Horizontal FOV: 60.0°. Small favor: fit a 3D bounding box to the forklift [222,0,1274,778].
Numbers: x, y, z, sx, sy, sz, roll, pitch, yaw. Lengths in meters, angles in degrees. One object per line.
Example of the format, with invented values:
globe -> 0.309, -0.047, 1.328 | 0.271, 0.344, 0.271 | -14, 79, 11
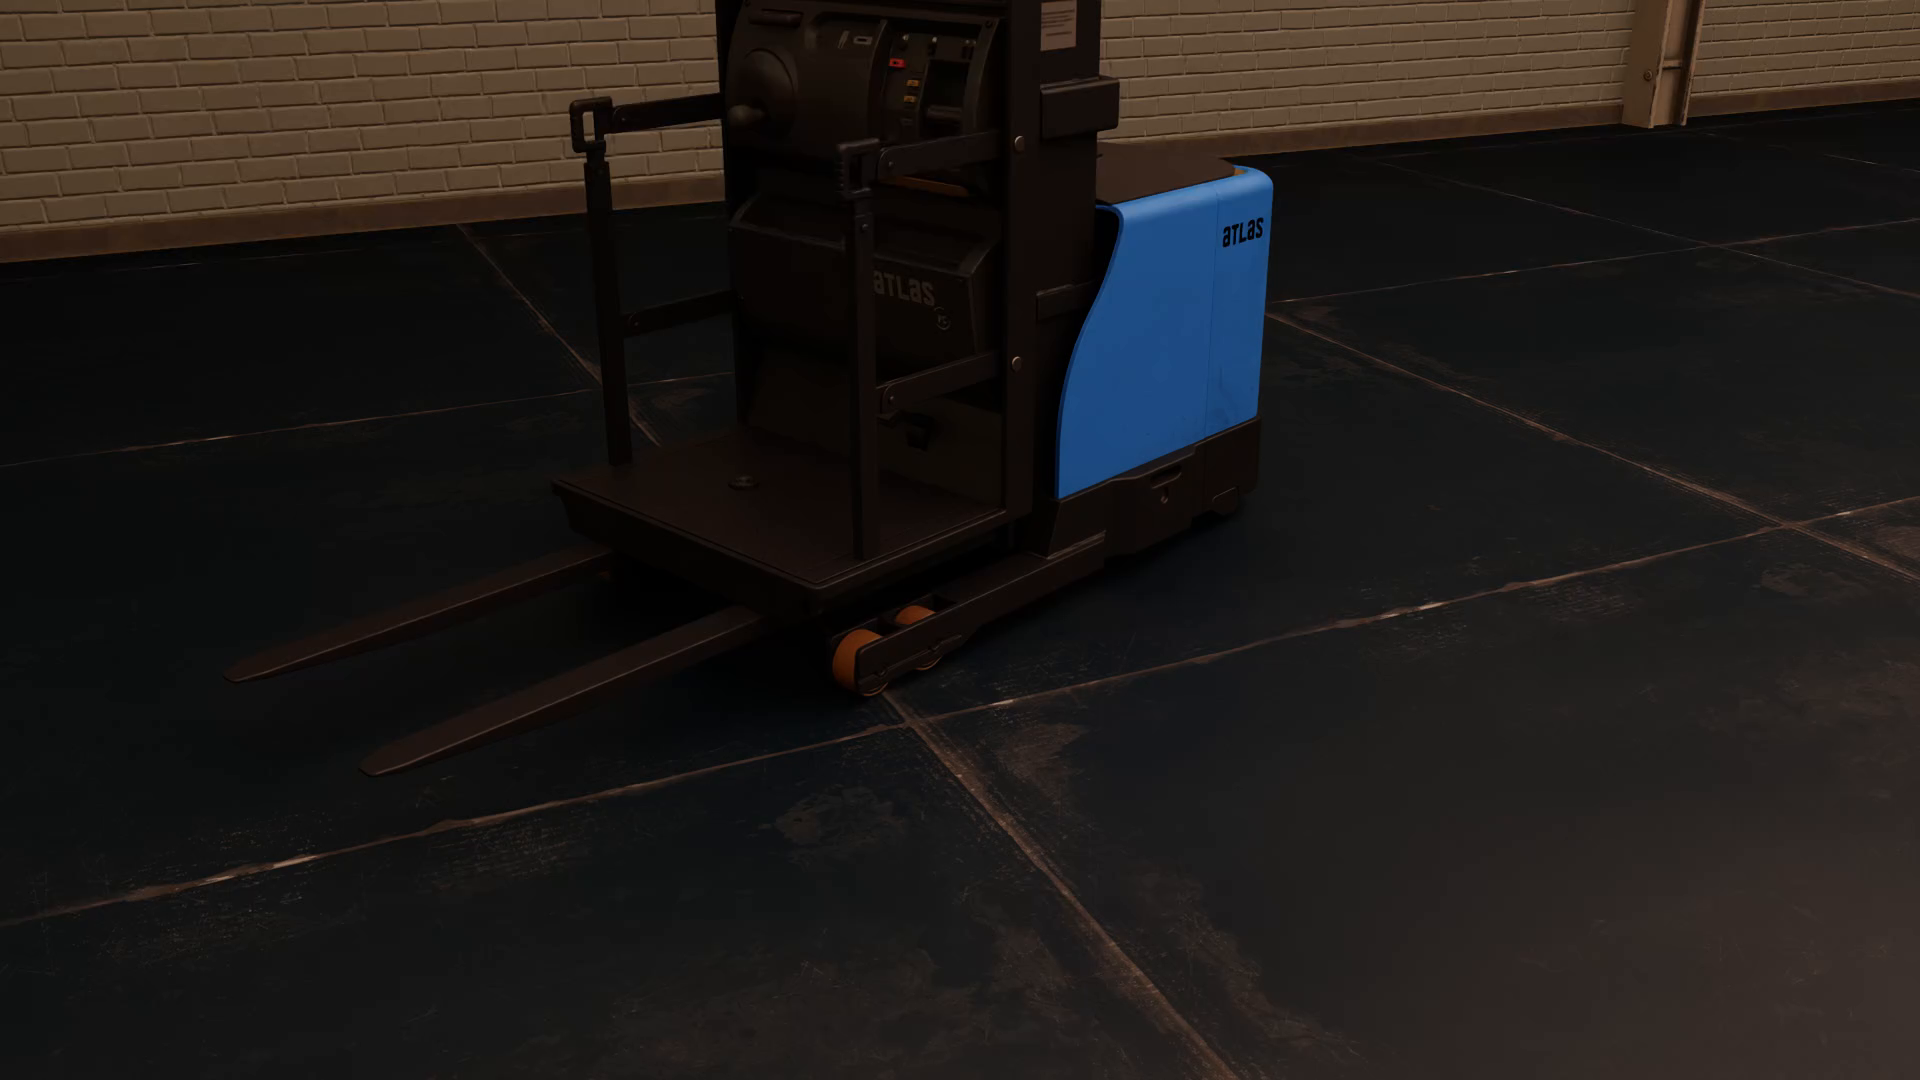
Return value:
forklift -> -0.413, -1.182, 4.131 | 1.130, 2.935, 3.031 | 19, 29, 39
